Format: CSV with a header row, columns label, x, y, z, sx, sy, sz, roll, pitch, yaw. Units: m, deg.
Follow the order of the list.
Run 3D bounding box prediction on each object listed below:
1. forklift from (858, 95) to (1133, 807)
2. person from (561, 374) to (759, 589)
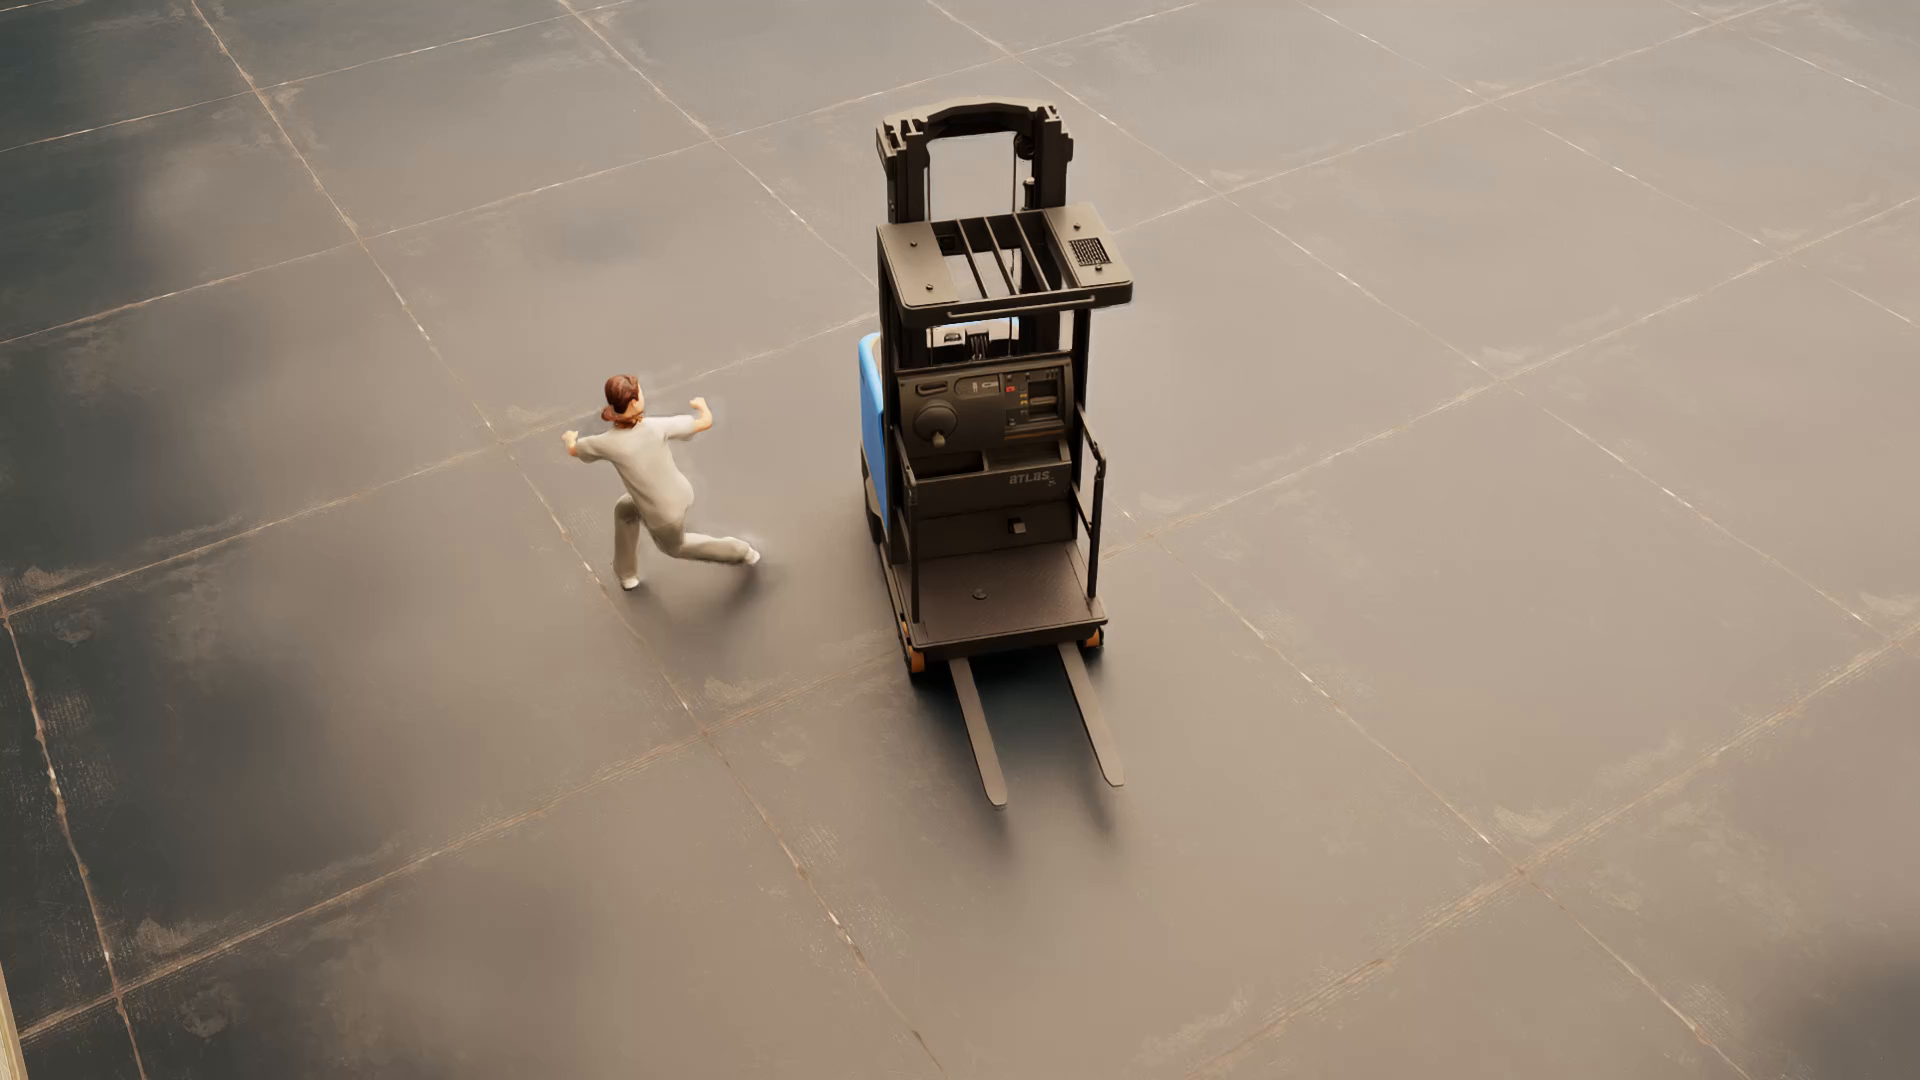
label,x,y,z,sx,sy,sz,roll,pitch,yaw
forklift,0.186,-0.635,8.598,1.130,2.935,3.031,-8,42,-9
person,-1.731,-0.383,9.478,1.071,1.461,0.797,23,46,25
